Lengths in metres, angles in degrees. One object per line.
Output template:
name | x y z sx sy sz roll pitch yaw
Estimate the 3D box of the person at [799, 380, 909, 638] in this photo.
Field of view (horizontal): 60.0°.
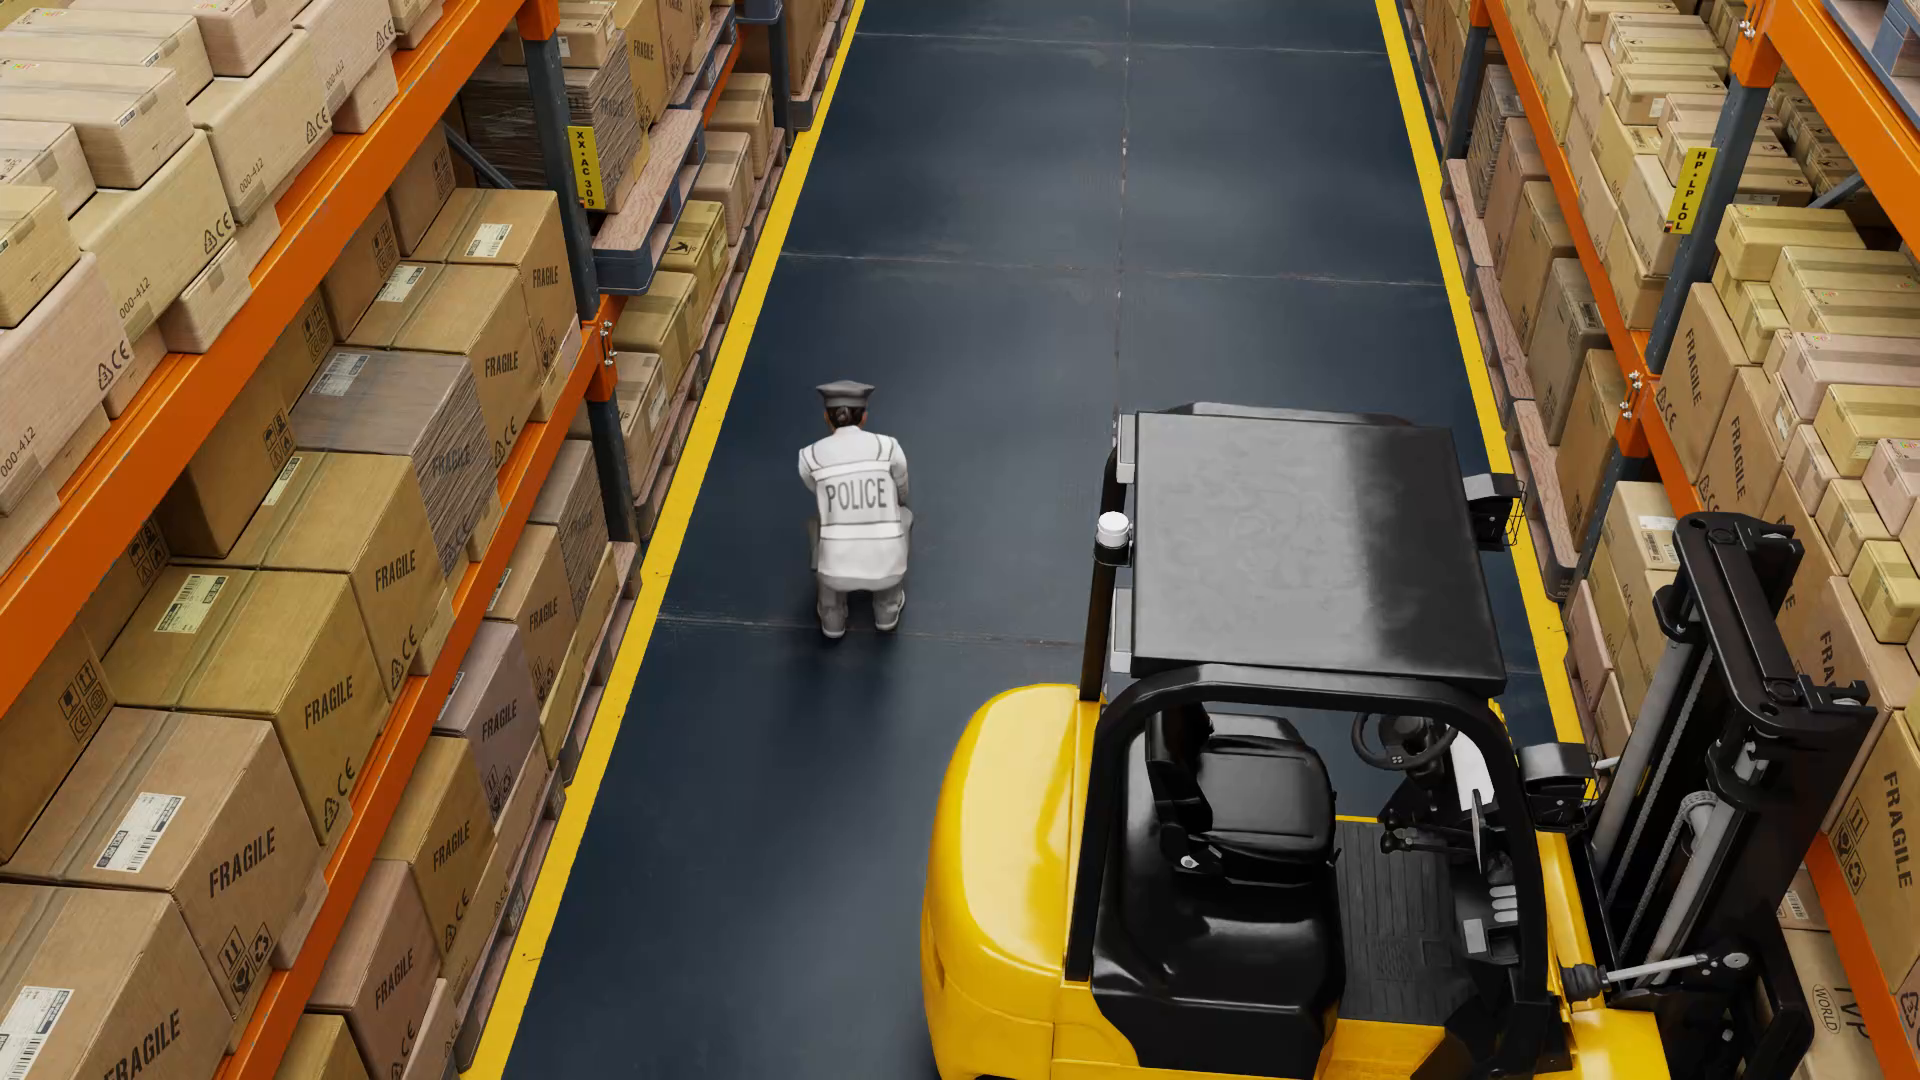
person | -0.434 -0.129 6.849 0.443 0.981 0.835 0 40 0
